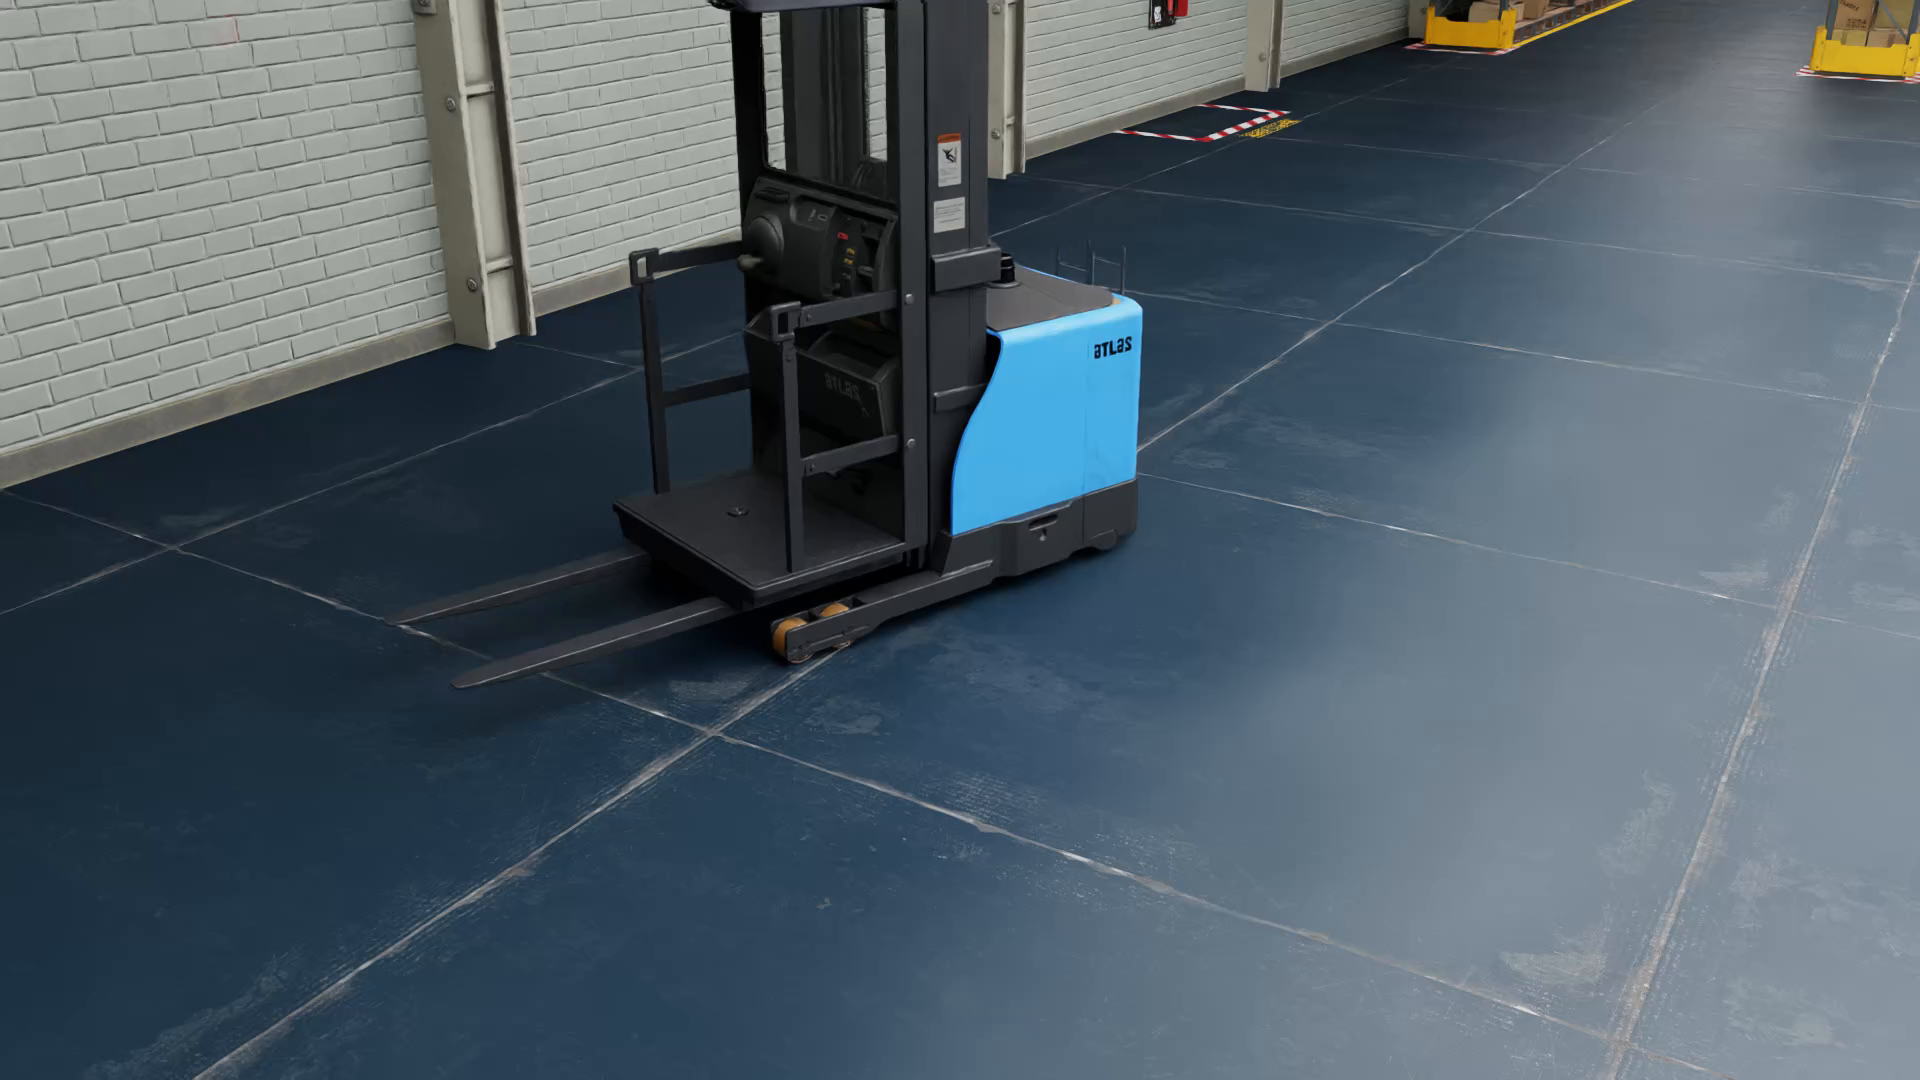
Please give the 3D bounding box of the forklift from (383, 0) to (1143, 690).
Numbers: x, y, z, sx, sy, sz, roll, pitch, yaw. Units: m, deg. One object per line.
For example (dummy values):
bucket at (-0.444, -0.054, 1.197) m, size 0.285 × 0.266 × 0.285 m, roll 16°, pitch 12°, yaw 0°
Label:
forklift at (-0.702, -1.123, 6.155) m, size 3.031 × 2.935 × 1.130 m, roll -18°, pitch 29°, yaw -35°

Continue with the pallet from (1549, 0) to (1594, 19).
pallet at (9.564, -8.594, 26.835) m, size 1.003 × 0.211 × 1.213 m, roll 14°, pitch 27°, yaw 29°

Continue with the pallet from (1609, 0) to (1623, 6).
pallet at (10.851, -9.417, 28.738) m, size 1.003 × 0.211 × 1.213 m, roll 14°, pitch 27°, yaw 29°

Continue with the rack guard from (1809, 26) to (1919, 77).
rack guard at (11.242, -6.068, 20.638) m, size 1.175 × 0.500 × 0.348 m, roll 14°, pitch 27°, yaw 29°

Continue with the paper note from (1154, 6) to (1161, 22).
paper note at (2.026, -5.377, 17.004) m, size 0.016 × 0.148 × 0.142 m, roll 14°, pitch 27°, yaw 29°

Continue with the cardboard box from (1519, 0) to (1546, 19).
cardboard box at (8.216, -7.959, 24.452) m, size 0.700 × 0.500 × 0.500 m, roll 12°, pitch 26°, yaw 26°

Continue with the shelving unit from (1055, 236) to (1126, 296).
shelving unit at (0.563, -0.726, 7.416) m, size 0.189 × 1.200 × 0.258 m, roll -18°, pitch 29°, yaw -35°

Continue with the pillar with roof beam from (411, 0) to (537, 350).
pillar with roof beam at (0.841, -4.453, 6.210) m, size 9.100 × 9.000 × 0.400 m, roll 14°, pitch 27°, yaw 29°

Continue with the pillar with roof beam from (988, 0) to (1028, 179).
pillar with roof beam at (4.006, -6.478, 10.888) m, size 9.100 × 9.000 × 0.400 m, roll 14°, pitch 27°, yaw 29°

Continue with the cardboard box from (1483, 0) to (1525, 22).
cardboard box at (7.786, -7.635, 23.942) m, size 0.500 × 0.311 × 0.500 m, roll 16°, pitch 28°, yaw 33°

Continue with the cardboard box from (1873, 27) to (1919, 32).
cardboard box at (11.987, -6.458, 21.325) m, size 0.500 × 0.250 × 0.500 m, roll 14°, pitch 27°, yaw 29°

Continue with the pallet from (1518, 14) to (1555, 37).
pallet at (8.187, -7.683, 24.732) m, size 1.003 × 0.211 × 1.213 m, roll 14°, pitch 27°, yaw 29°

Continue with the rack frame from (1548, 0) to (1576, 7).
rack frame at (9.154, -9.610, 25.674) m, size 1.000 × 3.000 × 0.127 m, roll 14°, pitch 27°, yaw 29°

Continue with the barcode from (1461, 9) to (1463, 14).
barcode at (7.156, -7.537, 23.704) m, size 0.001 × 0.075 × 0.075 m, roll 14°, pitch 27°, yaw 29°

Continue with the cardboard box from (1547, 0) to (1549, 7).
cardboard box at (8.898, -8.325, 25.717) m, size 0.380 × 0.166 × 0.250 m, roll 10°, pitch 25°, yaw 22°

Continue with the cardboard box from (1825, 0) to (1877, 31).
cardboard box at (11.285, -6.742, 21.036) m, size 0.500 × 0.500 × 0.500 m, roll 14°, pitch 27°, yaw 29°

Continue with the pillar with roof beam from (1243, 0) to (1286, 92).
pillar with roof beam at (7.171, -8.504, 15.566) m, size 9.100 × 9.000 × 0.400 m, roll 14°, pitch 27°, yaw 29°

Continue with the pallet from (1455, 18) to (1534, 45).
pallet at (7.543, -7.273, 23.784) m, size 1.003 × 0.211 × 1.213 m, roll 14°, pitch 27°, yaw 29°

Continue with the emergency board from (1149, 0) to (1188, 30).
emergency board at (2.178, -5.827, 16.933) m, size 0.194 × 1.169 × 0.643 m, roll 14°, pitch 27°, yaw 29°

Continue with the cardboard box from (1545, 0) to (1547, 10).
cardboard box at (8.641, -8.306, 25.254) m, size 0.500 × 0.500 × 0.500 m, roll 12°, pitch 26°, yaw 25°

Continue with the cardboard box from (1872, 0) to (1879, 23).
cardboard box at (11.800, -7.082, 21.823) m, size 0.500 × 0.500 × 0.500 m, roll 14°, pitch 27°, yaw 29°

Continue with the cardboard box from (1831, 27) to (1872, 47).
cardboard box at (11.287, -6.397, 21.184) m, size 0.500 × 0.250 × 0.500 m, roll 14°, pitch 27°, yaw 29°

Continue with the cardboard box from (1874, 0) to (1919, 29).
cardboard box at (11.989, -6.802, 21.175) m, size 0.500 × 0.500 × 0.500 m, roll 14°, pitch 27°, yaw 29°

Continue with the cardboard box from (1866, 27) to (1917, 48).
cardboard box at (11.727, -6.289, 20.933) m, size 0.500 × 0.250 × 0.500 m, roll 14°, pitch 27°, yaw 29°

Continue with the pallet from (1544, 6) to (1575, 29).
pallet at (8.830, -8.096, 25.687) m, size 1.003 × 0.211 × 1.213 m, roll 14°, pitch 27°, yaw 29°

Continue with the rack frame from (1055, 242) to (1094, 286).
rack frame at (0.491, -0.703, 7.364) m, size 0.006 × 1.200 × 0.240 m, roll -18°, pitch 29°, yaw -35°

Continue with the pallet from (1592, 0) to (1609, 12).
pallet at (10.206, -9.007, 27.790) m, size 1.003 × 0.211 × 1.213 m, roll 14°, pitch 27°, yaw 29°

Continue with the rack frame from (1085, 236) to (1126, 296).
rack frame at (0.635, -0.749, 7.469) m, size 0.006 × 1.200 × 0.240 m, roll -18°, pitch 29°, yaw -35°

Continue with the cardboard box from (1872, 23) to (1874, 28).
cardboard box at (11.540, -6.568, 21.579) m, size 0.500 × 0.250 × 0.500 m, roll 14°, pitch 27°, yaw 29°

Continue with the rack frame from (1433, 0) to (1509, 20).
rack frame at (7.044, -8.260, 22.555) m, size 1.000 × 3.000 × 0.127 m, roll 14°, pitch 27°, yaw 29°

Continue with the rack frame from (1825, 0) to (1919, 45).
rack frame at (11.255, -7.223, 20.160) m, size 1.000 × 3.000 × 0.127 m, roll 14°, pitch 27°, yaw 29°

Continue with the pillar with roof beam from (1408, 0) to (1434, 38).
pillar with roof beam at (10.336, -10.529, 20.244) m, size 9.100 × 9.000 × 0.400 m, roll 14°, pitch 27°, yaw 29°

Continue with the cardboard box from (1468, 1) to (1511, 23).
cardboard box at (7.486, -7.443, 23.498) m, size 0.500 × 0.311 × 0.500 m, roll 11°, pitch 26°, yaw 23°

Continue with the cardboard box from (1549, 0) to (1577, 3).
cardboard box at (9.528, -8.917, 26.665) m, size 0.700 × 0.500 × 0.500 m, roll 15°, pitch 28°, yaw 31°

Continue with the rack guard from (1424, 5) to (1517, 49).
rack guard at (7.084, -7.139, 23.111) m, size 1.175 × 0.500 × 0.348 m, roll 14°, pitch 27°, yaw 29°
